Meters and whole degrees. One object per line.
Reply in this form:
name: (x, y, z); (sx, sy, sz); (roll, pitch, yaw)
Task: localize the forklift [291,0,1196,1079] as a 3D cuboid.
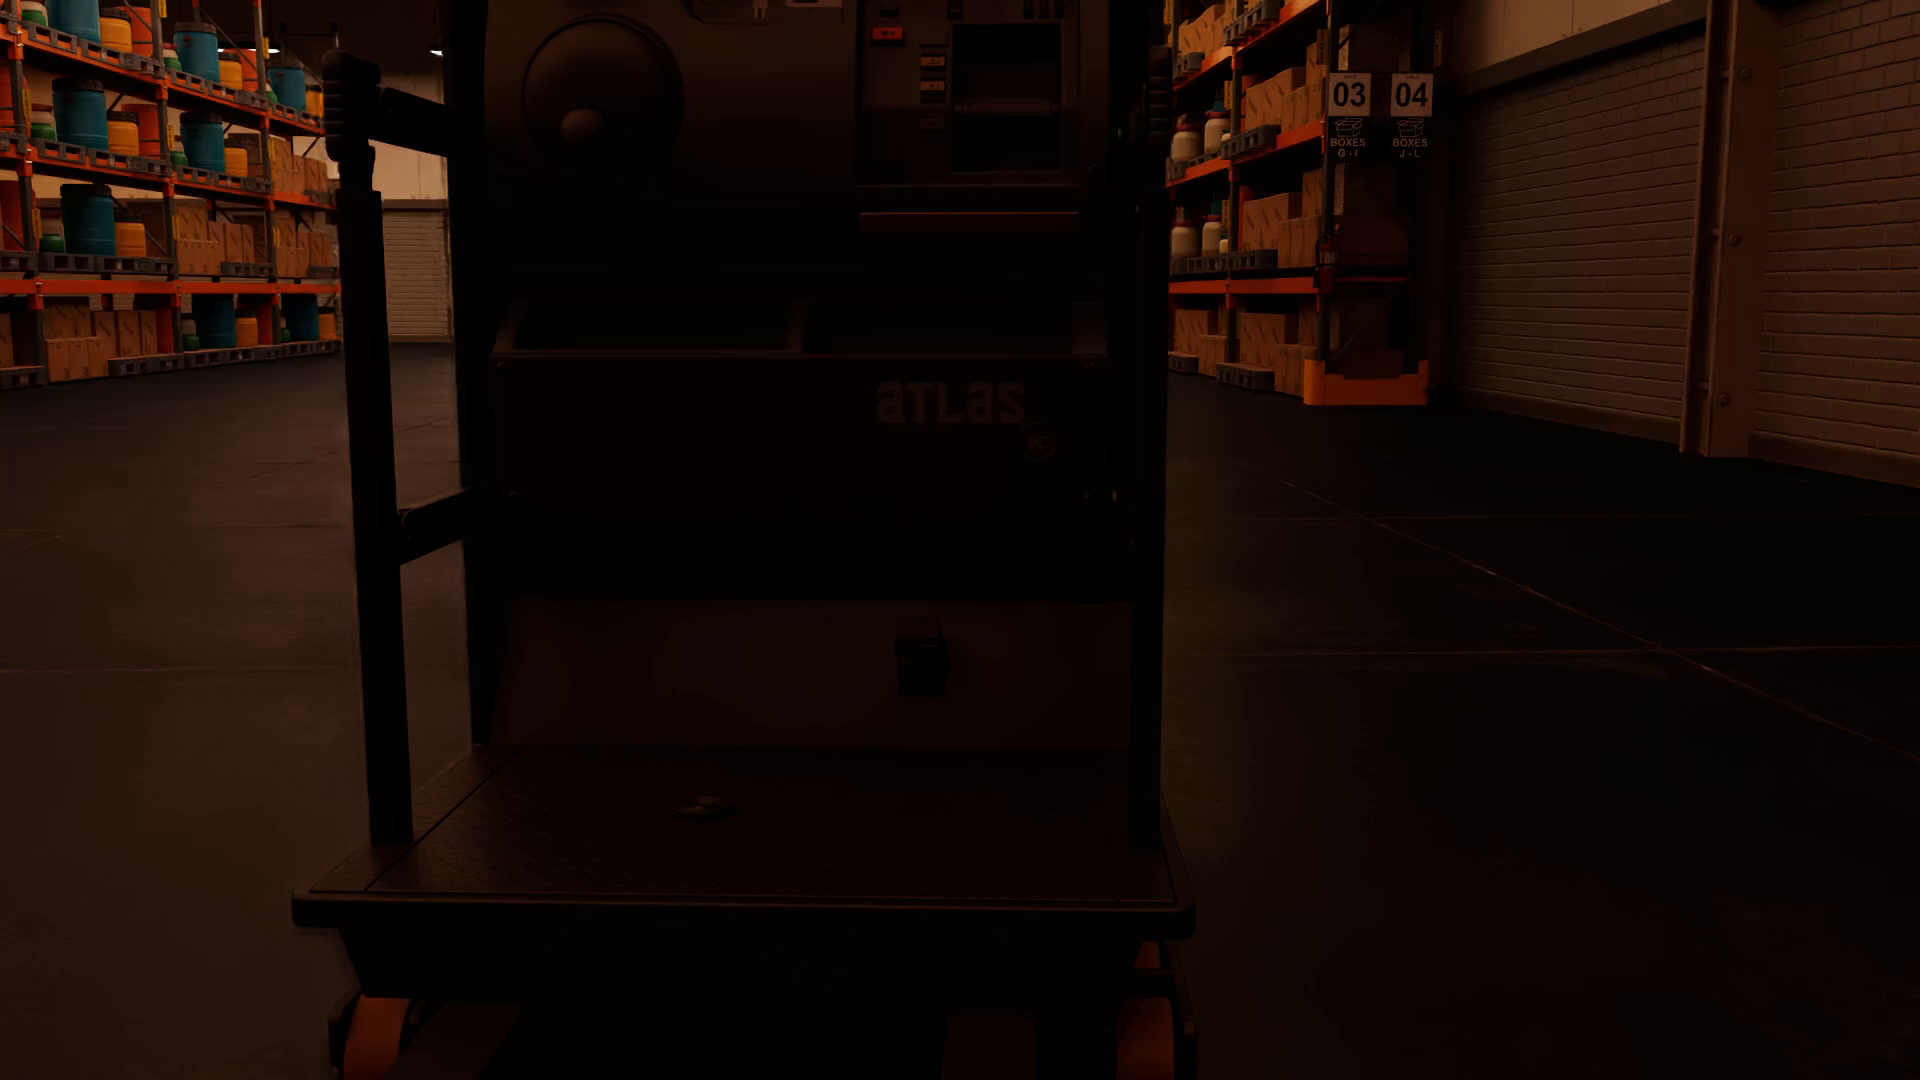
forklift: (-0.247, -0.735, 2.277); (1.130, 2.935, 3.031); (0, 8, 2)
